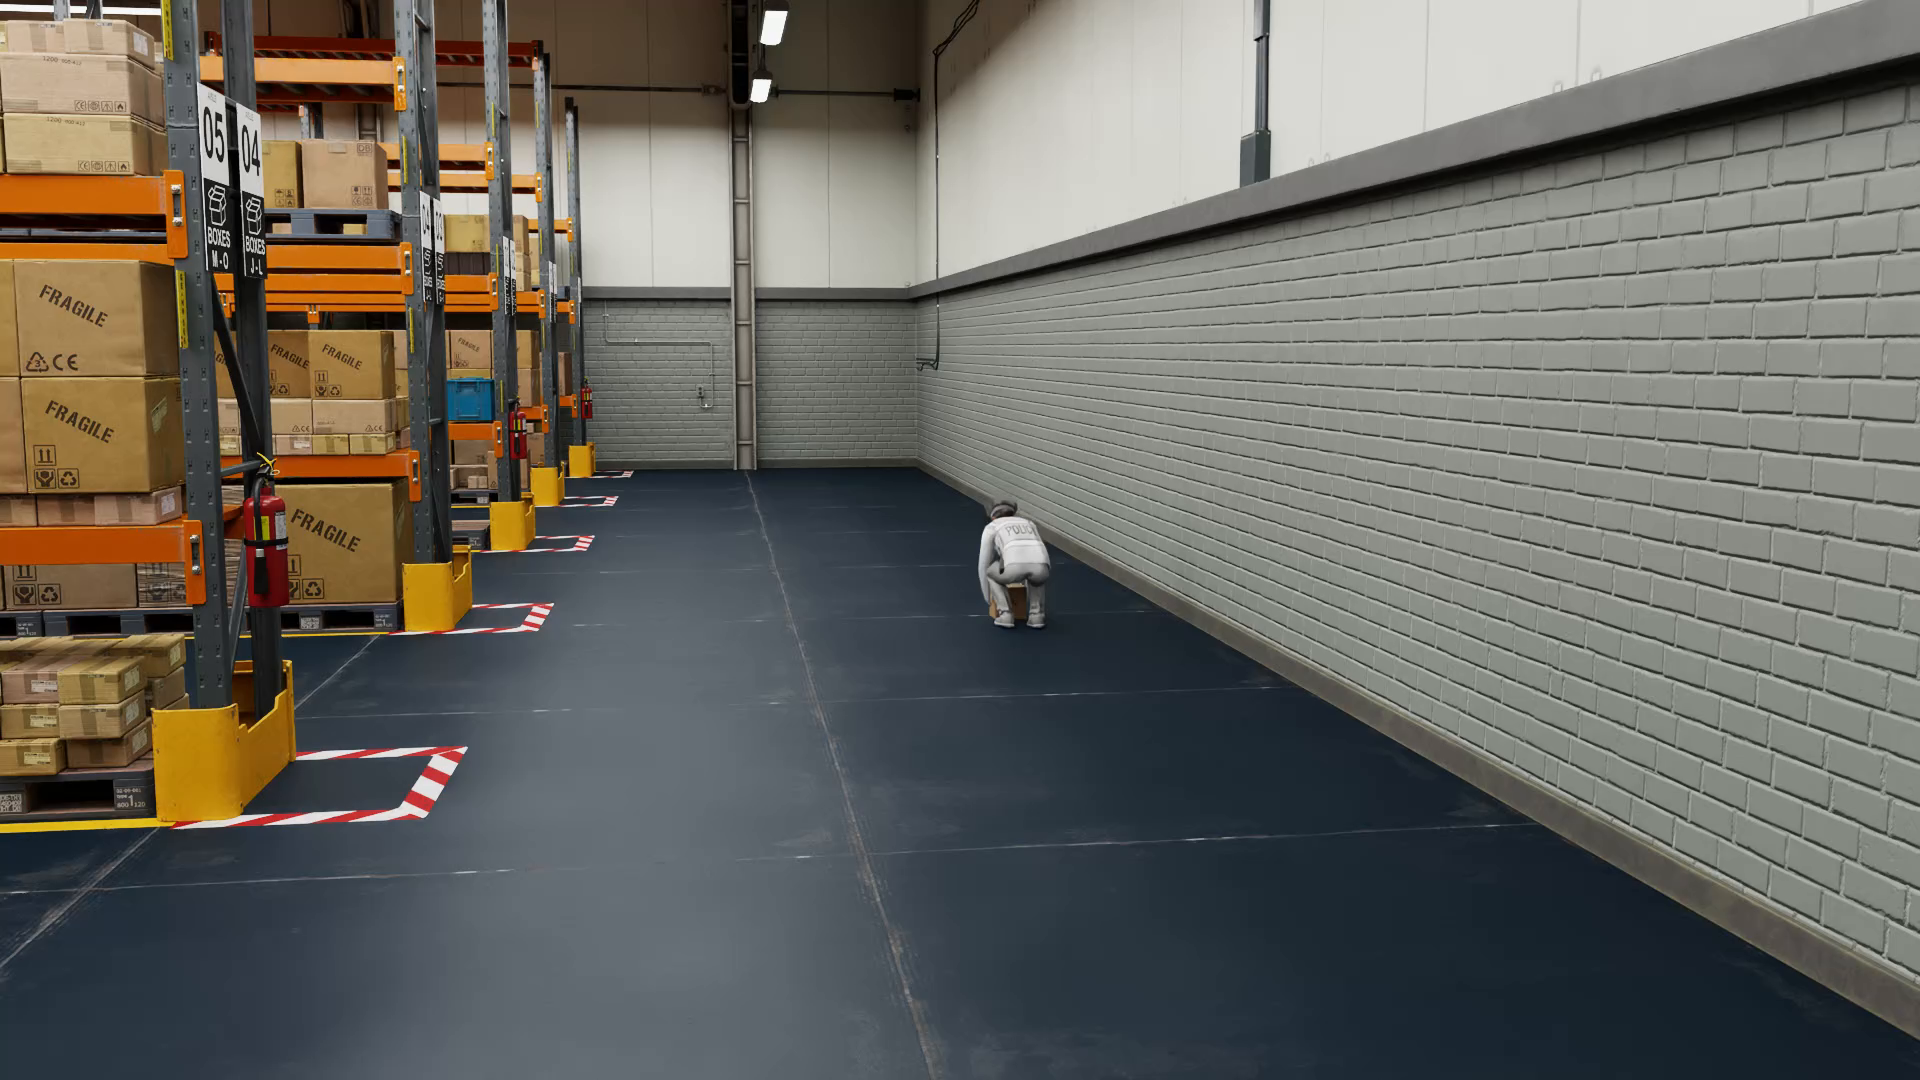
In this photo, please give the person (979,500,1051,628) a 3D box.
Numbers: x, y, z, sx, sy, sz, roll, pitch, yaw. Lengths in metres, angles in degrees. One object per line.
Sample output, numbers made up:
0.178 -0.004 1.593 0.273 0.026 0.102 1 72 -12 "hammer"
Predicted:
0.406 0.180 12.512 0.489 0.928 0.852 -1 7 -9 "person"
